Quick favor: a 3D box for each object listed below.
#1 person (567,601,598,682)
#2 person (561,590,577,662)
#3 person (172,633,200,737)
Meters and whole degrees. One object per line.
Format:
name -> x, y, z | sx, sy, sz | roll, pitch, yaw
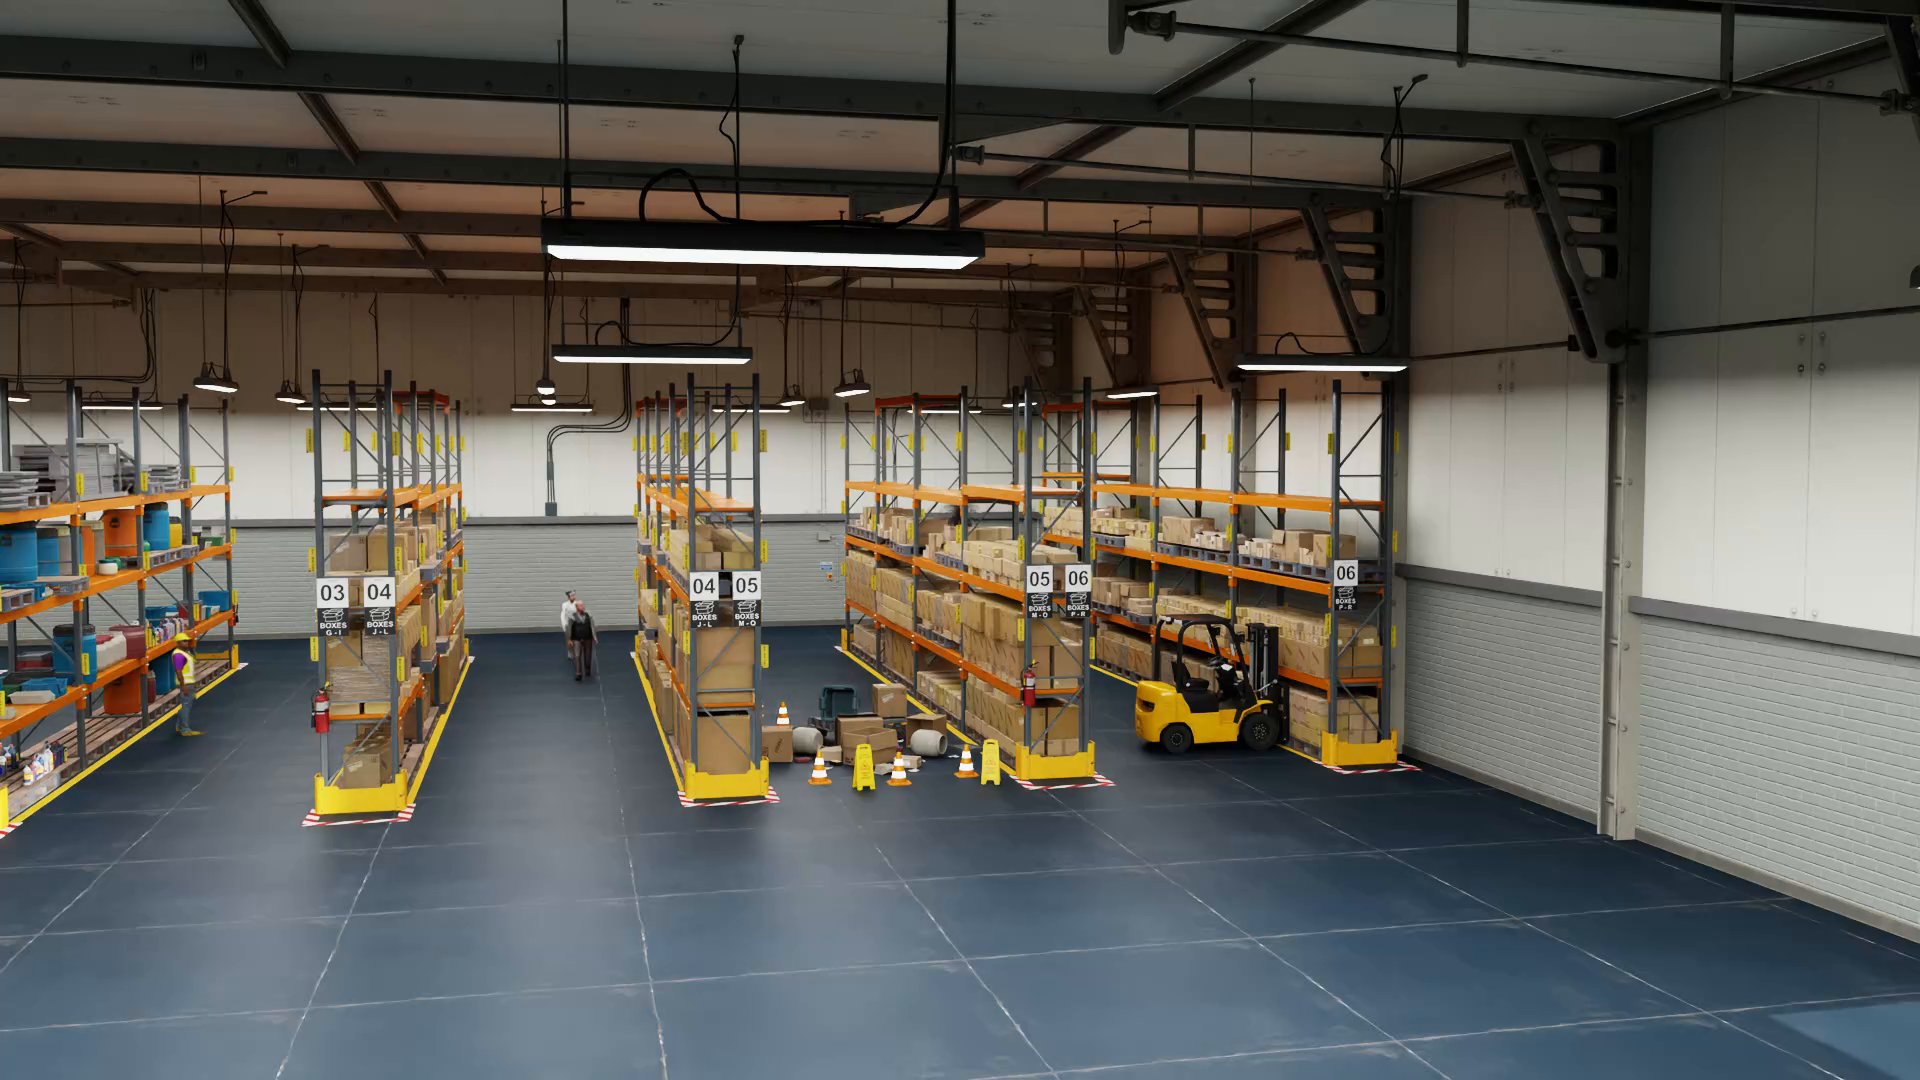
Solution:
person -> -8.006, 2.132, 35.235 | 0.643, 1.677, 1.026 | -1, 3, -10
person -> -8.964, 1.960, 38.352 | 0.465, 1.644, 0.948 | -1, 3, -11
person -> -13.264, 2.469, 28.474 | 0.423, 1.772, 0.591 | -2, 4, -30
